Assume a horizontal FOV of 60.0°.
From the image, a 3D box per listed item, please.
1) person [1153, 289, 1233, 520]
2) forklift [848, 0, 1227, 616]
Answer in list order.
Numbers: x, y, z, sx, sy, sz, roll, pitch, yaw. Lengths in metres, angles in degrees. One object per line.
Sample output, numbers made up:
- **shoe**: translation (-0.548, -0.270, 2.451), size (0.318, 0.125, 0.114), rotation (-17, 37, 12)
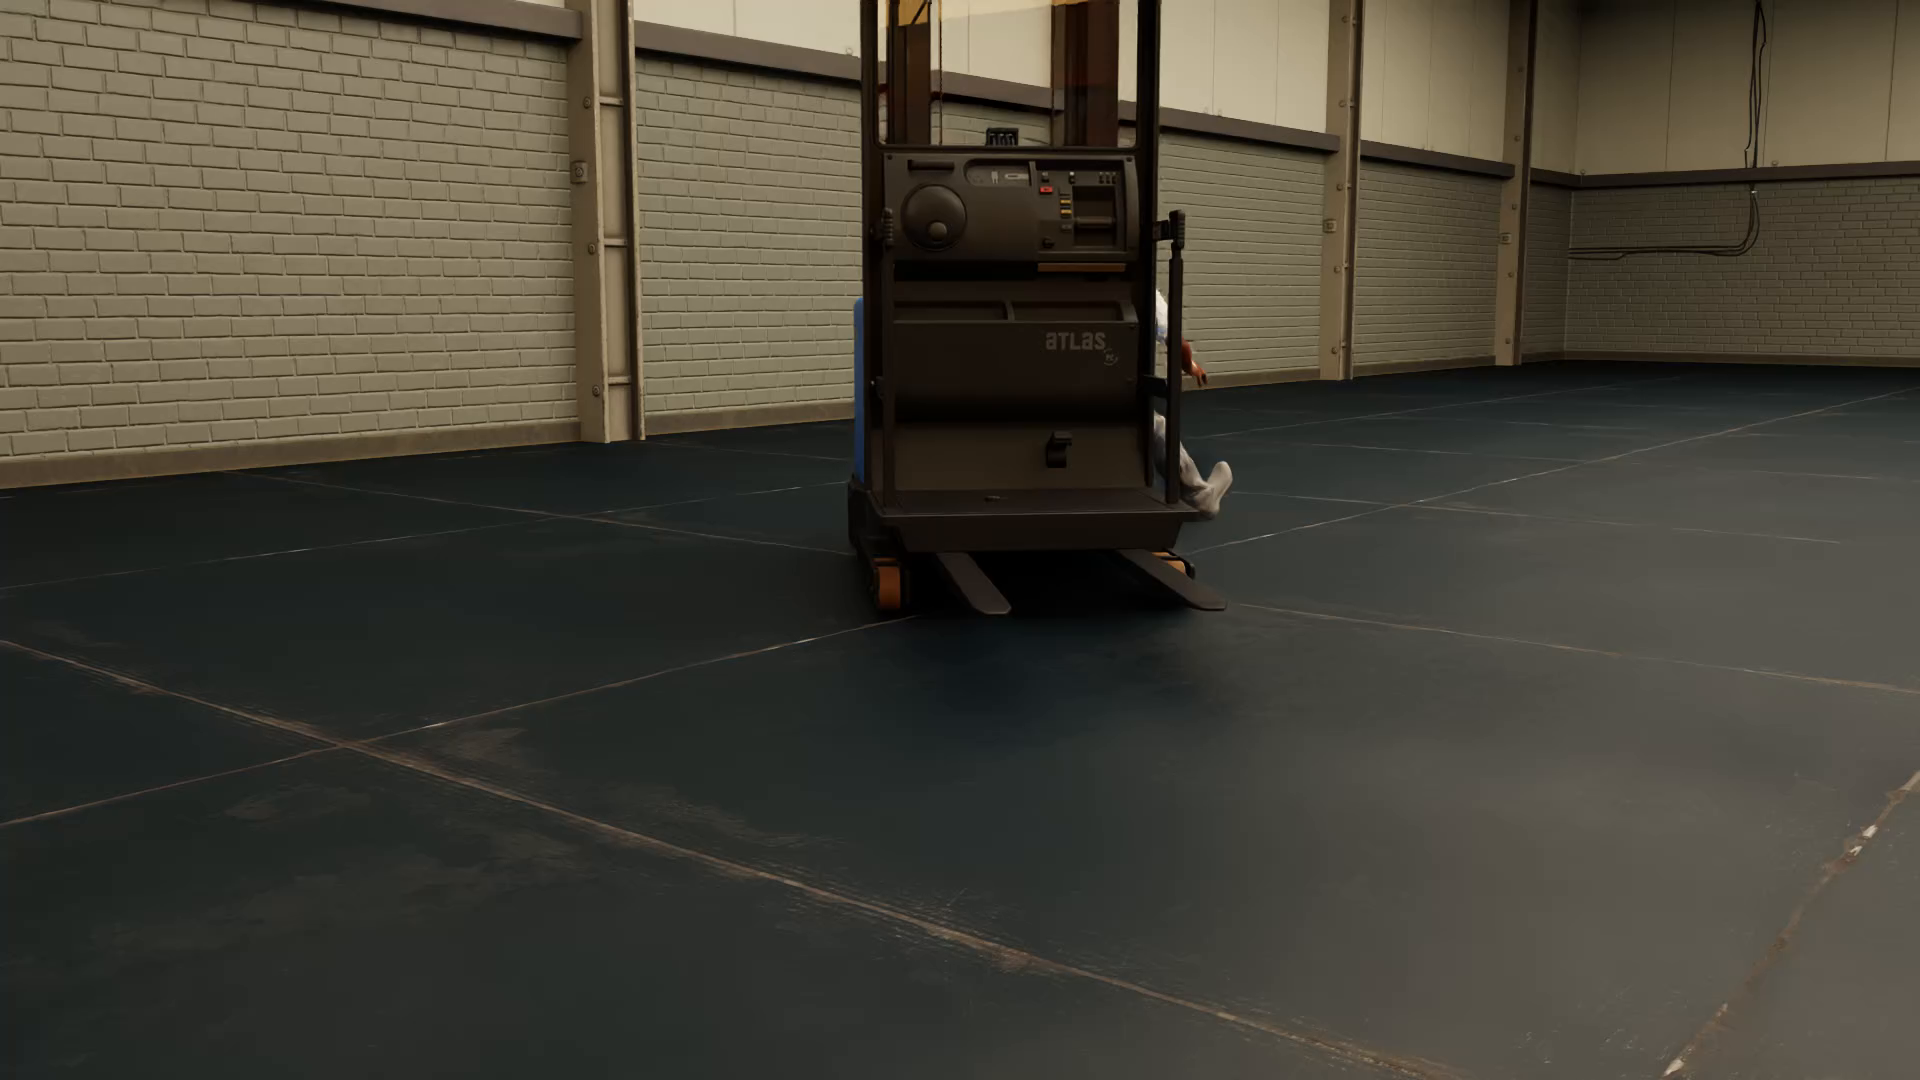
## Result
- **person**: translation (0.576, -0.770, 7.917), size (1.312, 1.378, 0.871), rotation (4, 9, 23)
- **forklift**: translation (0.215, -1.253, 5.845), size (1.130, 2.935, 3.031), rotation (-1, 8, -7)
